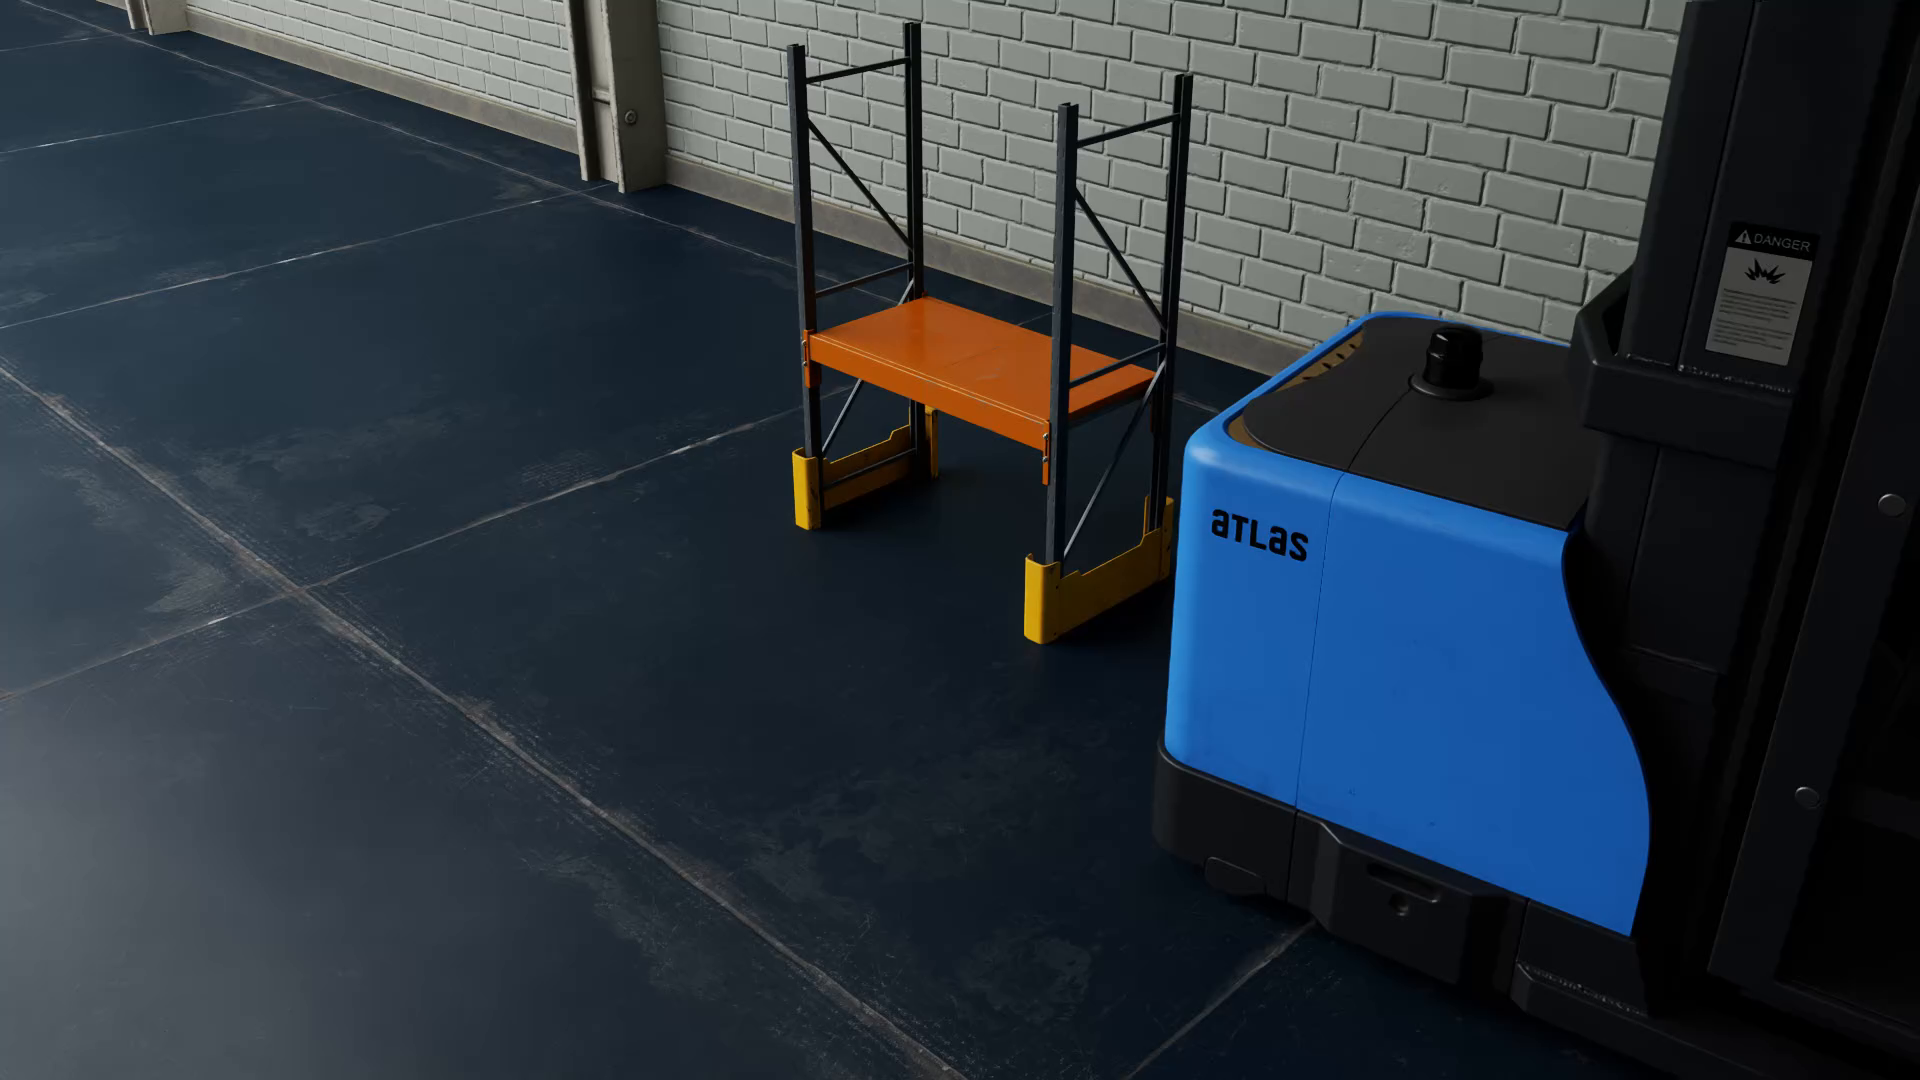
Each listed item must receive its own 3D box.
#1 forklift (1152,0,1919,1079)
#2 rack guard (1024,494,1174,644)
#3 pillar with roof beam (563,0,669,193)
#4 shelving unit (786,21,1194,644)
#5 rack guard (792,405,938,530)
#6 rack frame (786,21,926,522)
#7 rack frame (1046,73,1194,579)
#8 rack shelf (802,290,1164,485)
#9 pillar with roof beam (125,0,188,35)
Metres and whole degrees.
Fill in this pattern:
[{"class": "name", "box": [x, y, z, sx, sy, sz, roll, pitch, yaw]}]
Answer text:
[{"class": "forklift", "box": [1.935, -0.339, 2.746, 3.031, 2.935, 1.130, 18, 33, 31]}, {"class": "rack guard", "box": [0.409, 0.077, 4.835, 0.087, 0.250, 0.587, 25, 36, 38]}, {"class": "pillar with roof beam", "box": [-4.806, -4.484, 4.108, 0.400, 9.000, 9.100, 25, 36, 38]}, {"class": "shelving unit", "box": [0.054, -0.639, 4.854, 1.083, 1.500, 0.587, 25, 36, 38]}, {"class": "rack guard", "box": [-0.301, -0.248, 5.454, 0.087, 0.250, 0.587, 25, 36, 38]}, {"class": "rack frame", "box": [-0.302, -0.802, 5.163, 0.032, 1.500, 0.500, 25, 36, 38]}, {"class": "rack frame", "box": [0.423, -0.470, 4.533, 0.032, 1.500, 0.500, 25, 36, 38]}, {"class": "rack shelf", "box": [0.061, -0.477, 4.932, 1.000, 0.185, 0.538, 25, 36, 38]}, {"class": "pillar with roof beam", "box": [-9.085, -6.441, 7.831, 0.400, 9.000, 9.100, 25, 36, 38]}]
